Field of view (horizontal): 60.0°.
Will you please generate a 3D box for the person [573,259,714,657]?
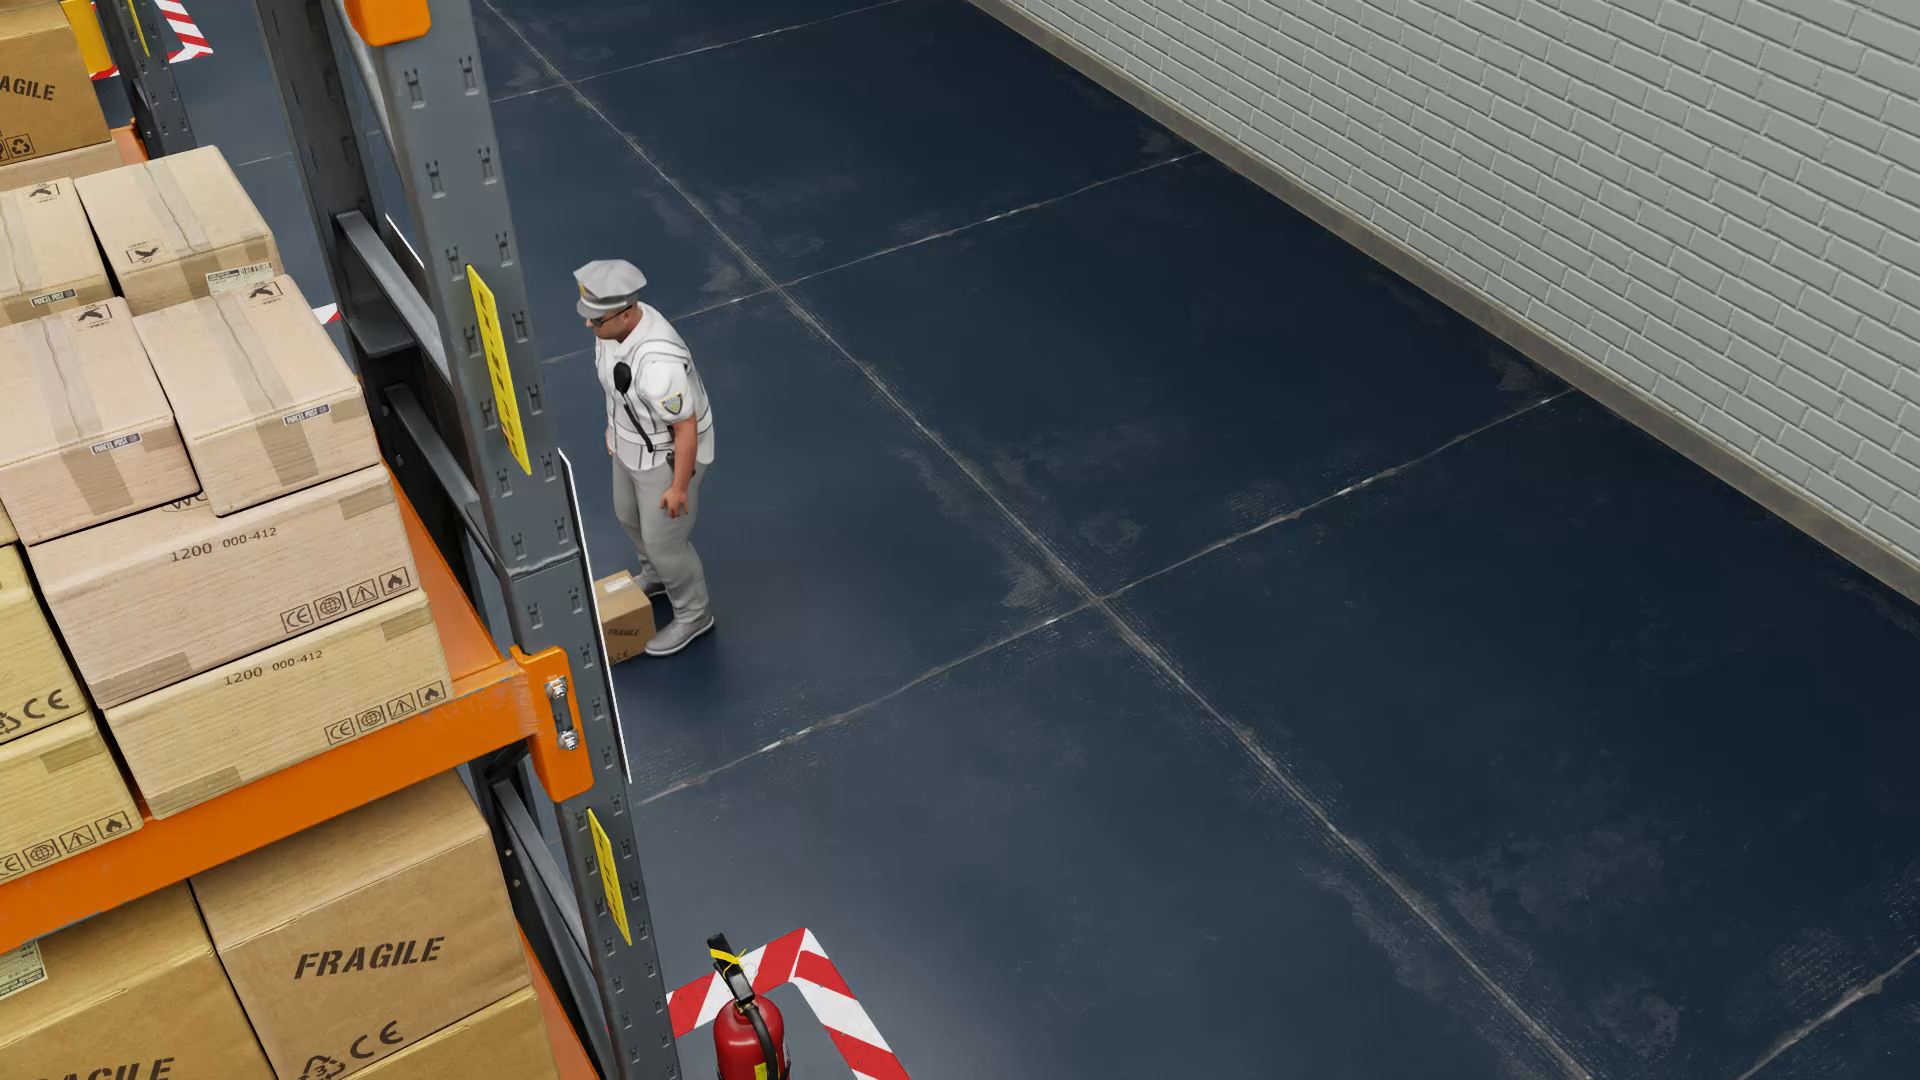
[{"bbox_3d":[-1.208,-0.342,6.553,0.446,1.746,0.588,-24,46,-26],"label":"person"}]
